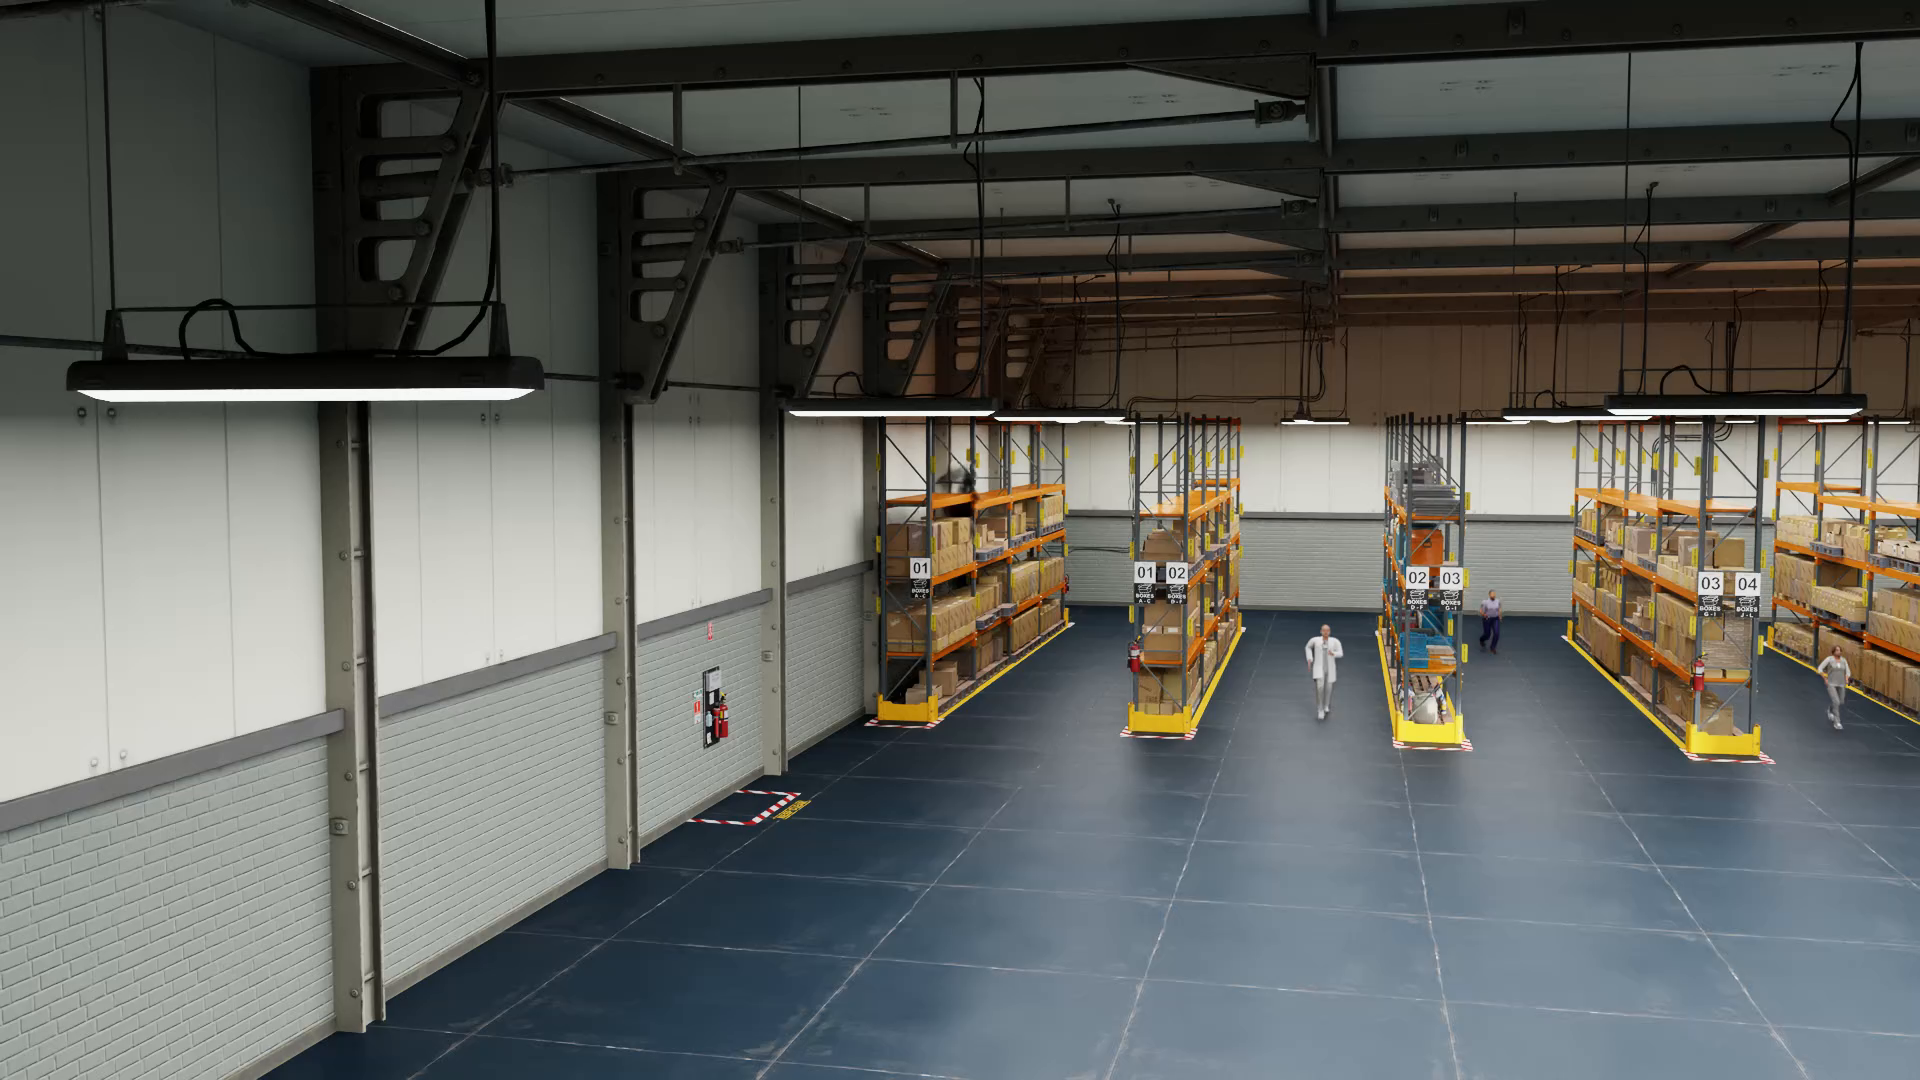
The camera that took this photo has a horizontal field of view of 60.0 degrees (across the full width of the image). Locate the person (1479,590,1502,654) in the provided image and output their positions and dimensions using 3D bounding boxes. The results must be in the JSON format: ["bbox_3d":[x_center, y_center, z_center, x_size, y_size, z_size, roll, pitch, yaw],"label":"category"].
[{"bbox_3d":[13.517,2.064,42.375,0.597,1.620,0.748,0,4,-3],"label":"person"}]

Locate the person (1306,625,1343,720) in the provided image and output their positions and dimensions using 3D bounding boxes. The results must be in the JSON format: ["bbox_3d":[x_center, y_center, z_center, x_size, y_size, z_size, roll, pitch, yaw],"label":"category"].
[{"bbox_3d":[7.233,2.595,32.988,0.679,1.839,0.894,0,4,4],"label":"person"}]

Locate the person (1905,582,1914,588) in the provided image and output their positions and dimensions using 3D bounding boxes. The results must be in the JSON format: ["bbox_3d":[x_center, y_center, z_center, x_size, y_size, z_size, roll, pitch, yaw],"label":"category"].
[{"bbox_3d":[25.331,1.897,44.192,0.861,1.731,0.671,1,4,18],"label":"person"}]

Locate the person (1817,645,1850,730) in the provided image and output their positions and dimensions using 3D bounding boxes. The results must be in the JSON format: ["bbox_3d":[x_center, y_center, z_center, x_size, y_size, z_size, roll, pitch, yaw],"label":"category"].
[{"bbox_3d":[16.683,2.791,31.745,0.559,1.570,0.724,0,4,4],"label":"person"}]
